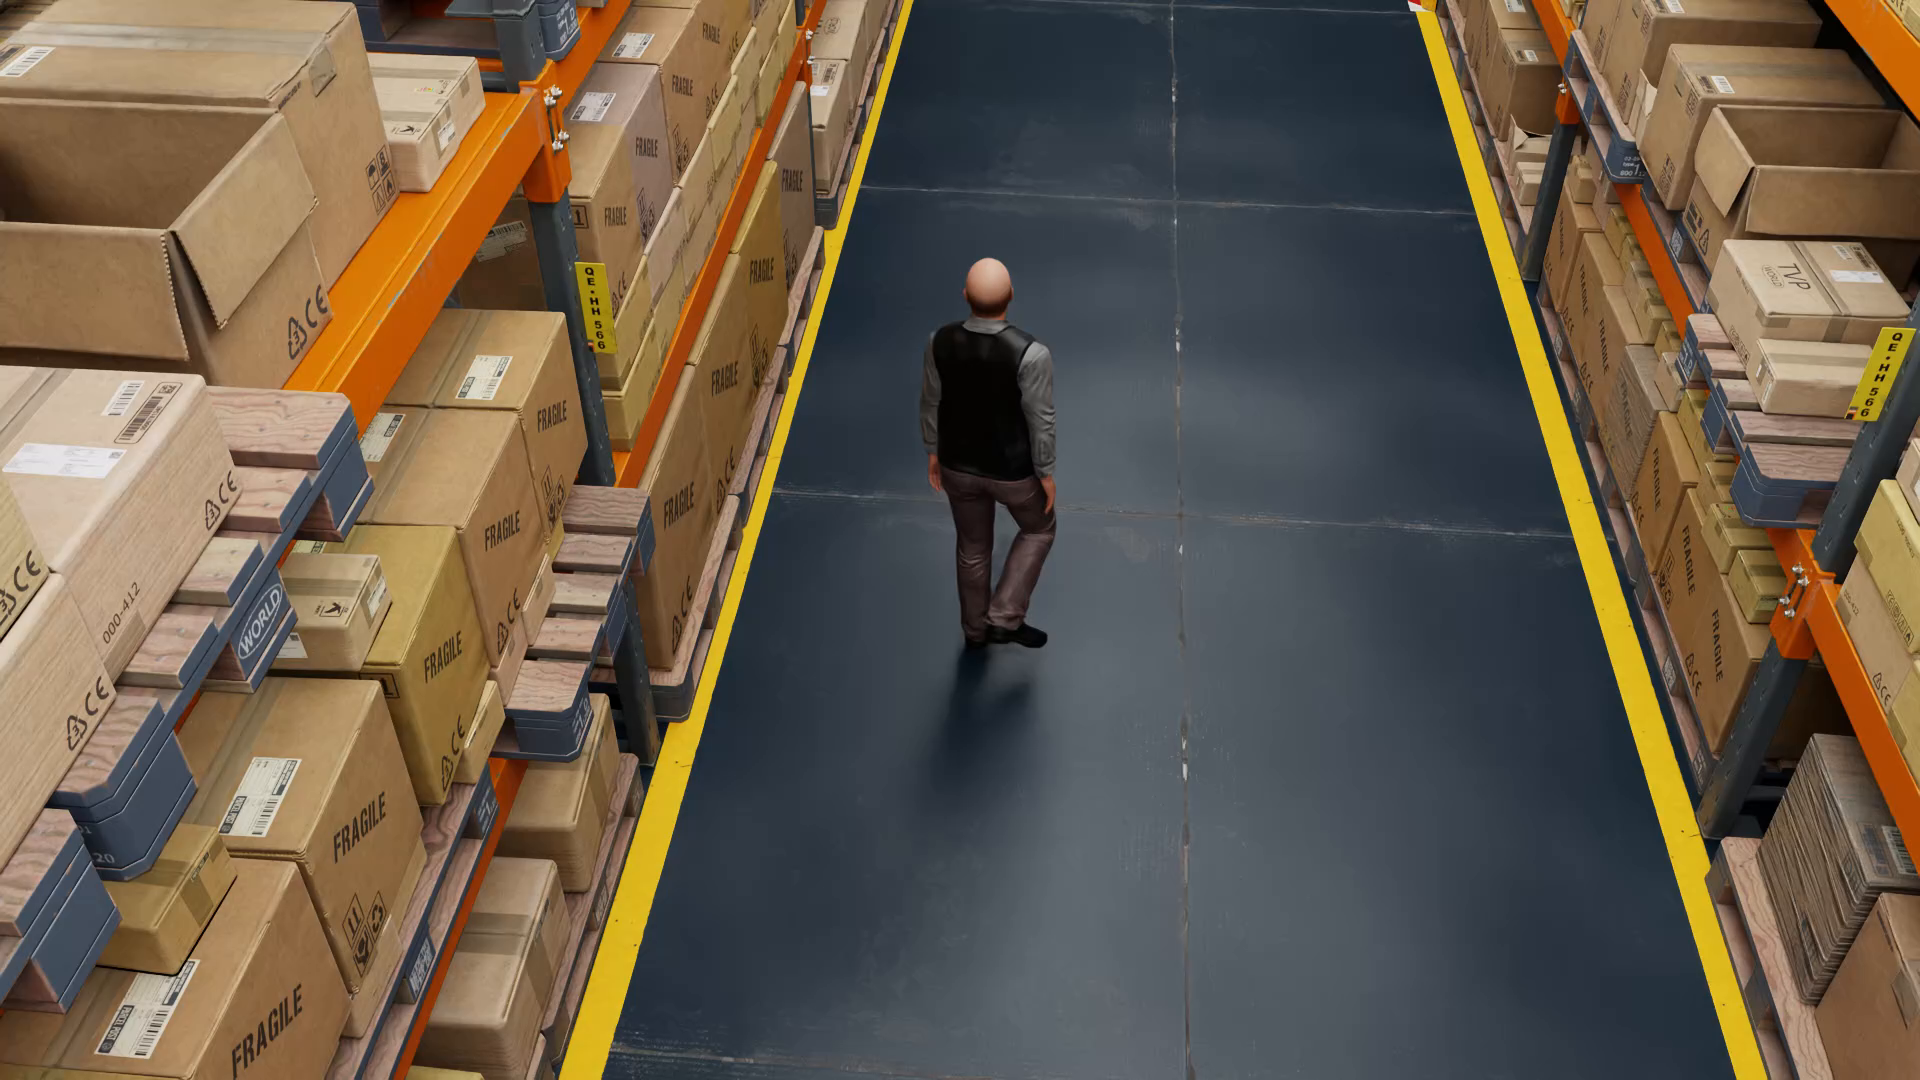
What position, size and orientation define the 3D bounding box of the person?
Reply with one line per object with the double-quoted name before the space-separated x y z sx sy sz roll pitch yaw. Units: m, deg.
"person" 0.105 -0.263 6.482 0.581 1.721 0.504 13 42 15
